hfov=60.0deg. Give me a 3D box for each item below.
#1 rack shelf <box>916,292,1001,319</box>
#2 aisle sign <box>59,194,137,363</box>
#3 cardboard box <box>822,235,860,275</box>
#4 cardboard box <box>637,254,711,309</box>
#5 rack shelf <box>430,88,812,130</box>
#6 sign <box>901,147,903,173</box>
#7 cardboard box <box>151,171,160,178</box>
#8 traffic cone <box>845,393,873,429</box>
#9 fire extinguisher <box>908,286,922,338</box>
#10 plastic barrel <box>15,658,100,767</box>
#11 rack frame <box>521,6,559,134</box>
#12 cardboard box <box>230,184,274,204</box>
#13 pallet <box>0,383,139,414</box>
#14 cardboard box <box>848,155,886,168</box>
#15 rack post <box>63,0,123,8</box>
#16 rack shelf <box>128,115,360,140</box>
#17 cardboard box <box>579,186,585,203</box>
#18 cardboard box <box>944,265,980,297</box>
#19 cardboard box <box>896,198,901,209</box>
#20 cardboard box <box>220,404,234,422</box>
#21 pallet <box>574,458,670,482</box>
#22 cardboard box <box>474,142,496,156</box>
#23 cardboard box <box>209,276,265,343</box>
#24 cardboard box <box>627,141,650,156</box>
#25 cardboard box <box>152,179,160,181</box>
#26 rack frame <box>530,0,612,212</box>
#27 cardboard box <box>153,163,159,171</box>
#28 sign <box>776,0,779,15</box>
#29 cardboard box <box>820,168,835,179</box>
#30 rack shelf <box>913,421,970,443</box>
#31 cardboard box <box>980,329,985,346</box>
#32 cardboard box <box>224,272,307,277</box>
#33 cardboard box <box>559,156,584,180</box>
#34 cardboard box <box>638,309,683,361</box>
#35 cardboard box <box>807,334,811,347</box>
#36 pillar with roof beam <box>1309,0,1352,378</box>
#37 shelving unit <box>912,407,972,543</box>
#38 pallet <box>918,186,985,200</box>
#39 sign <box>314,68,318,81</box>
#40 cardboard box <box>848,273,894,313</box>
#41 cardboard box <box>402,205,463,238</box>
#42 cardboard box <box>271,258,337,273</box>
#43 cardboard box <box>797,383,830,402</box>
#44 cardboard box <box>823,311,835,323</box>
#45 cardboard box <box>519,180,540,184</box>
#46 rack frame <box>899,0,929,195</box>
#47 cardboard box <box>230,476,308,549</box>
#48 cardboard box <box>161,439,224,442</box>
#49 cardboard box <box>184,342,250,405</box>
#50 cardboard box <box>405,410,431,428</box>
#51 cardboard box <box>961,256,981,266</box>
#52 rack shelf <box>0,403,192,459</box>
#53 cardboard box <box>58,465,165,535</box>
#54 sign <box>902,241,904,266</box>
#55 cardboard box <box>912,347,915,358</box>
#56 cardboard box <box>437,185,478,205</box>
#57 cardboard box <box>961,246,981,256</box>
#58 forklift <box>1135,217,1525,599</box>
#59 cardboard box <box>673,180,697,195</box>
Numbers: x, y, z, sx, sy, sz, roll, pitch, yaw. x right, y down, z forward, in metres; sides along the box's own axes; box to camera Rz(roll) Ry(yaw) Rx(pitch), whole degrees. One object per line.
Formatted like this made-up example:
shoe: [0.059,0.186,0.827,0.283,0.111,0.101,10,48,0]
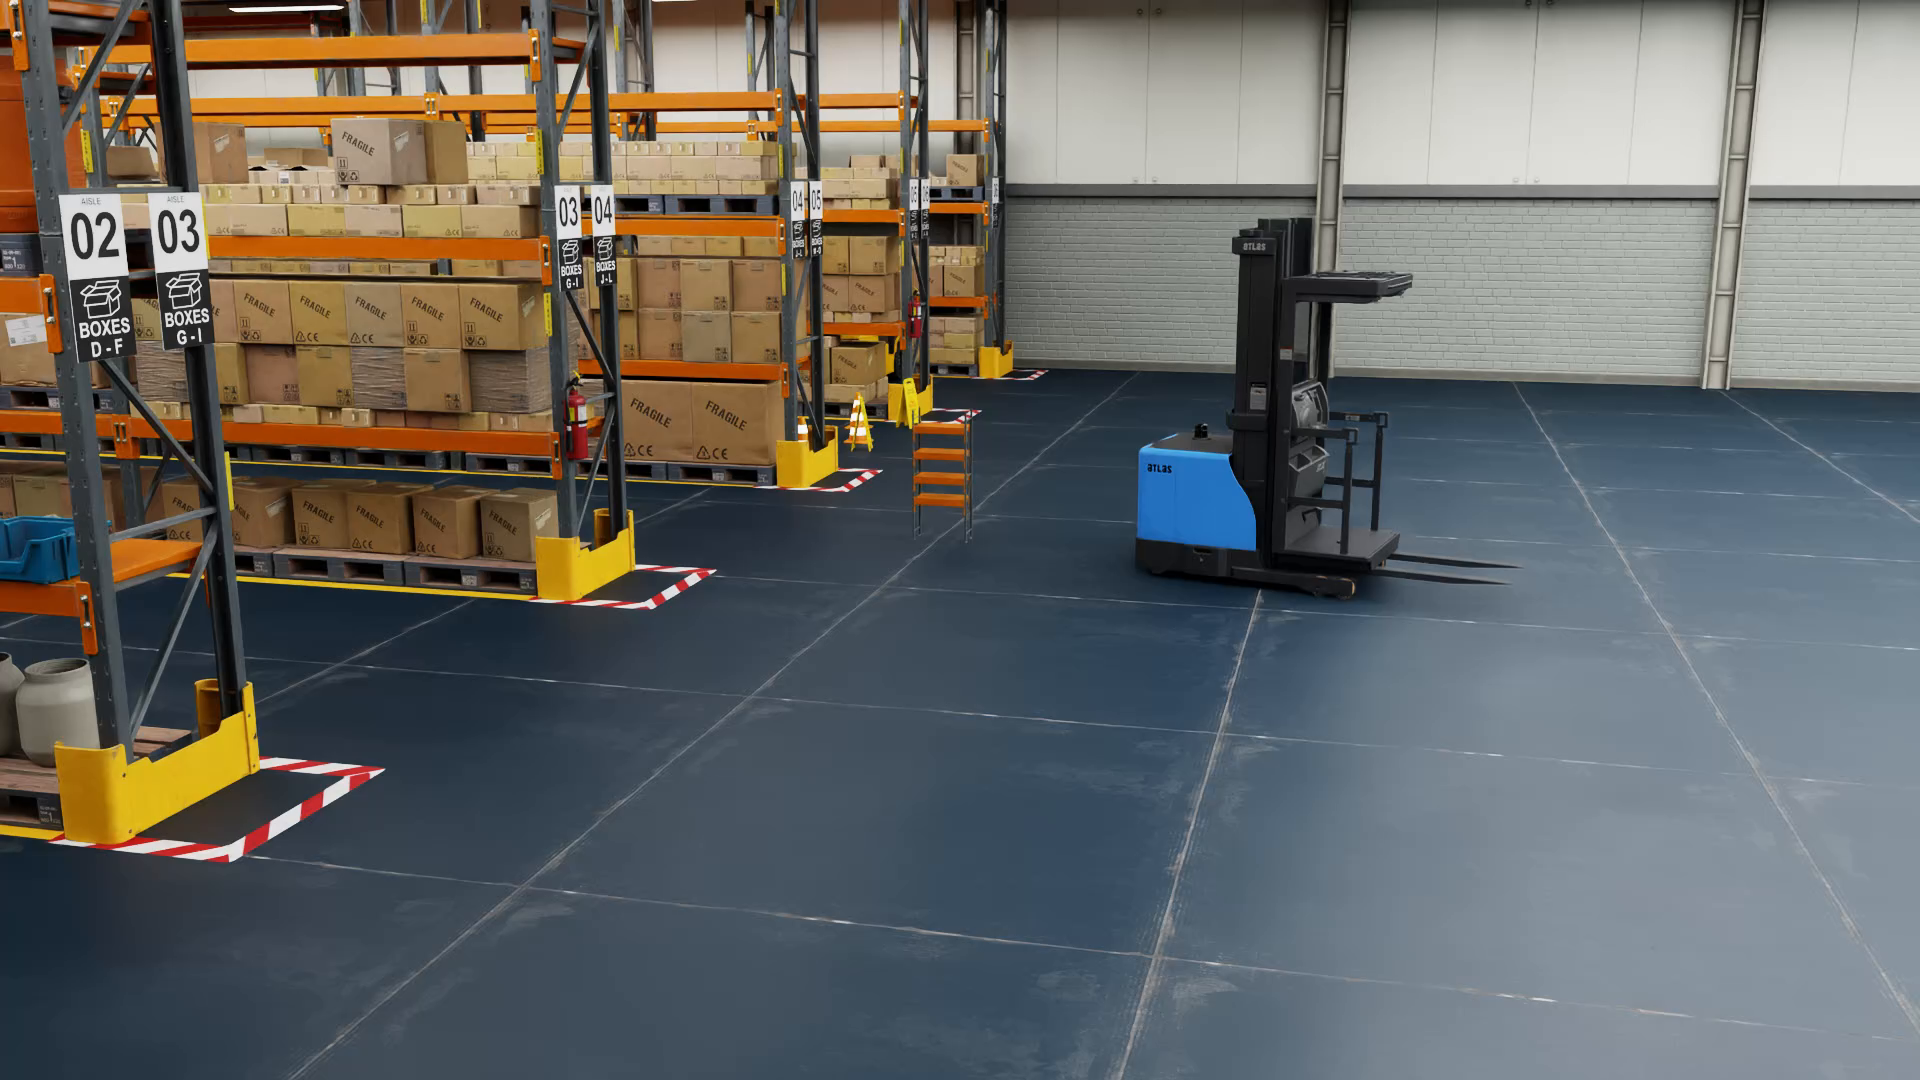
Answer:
rack shelf: [-1.362,-3.990,27.970,4.000,0.370,1.077,3,13,14]
aisle sign: [-4.168,-1.271,8.051,0.004,0.787,0.394,3,13,14]
cardboard box: [-1.643,-3.884,22.605,0.500,0.500,0.700,3,13,14]
cardboard box: [-3.112,-2.842,18.294,0.550,0.550,0.875,3,13,14]
rack shelf: [-3.635,-4.633,17.942,4.000,0.370,1.077,3,13,14]
sign: [-0.758,-4.974,21.776,0.005,0.325,0.100,3,13,14]
cardboard box: [-9.951,-4.161,19.924,0.500,0.500,0.500,3,13,14]
traffic cone: [-1.332,-1.706,21.871,0.334,0.463,0.336,3,13,14]
fire extinguisher: [-0.605,-3.053,22.263,0.183,0.674,0.296,3,13,14]
plastic barrel: [-4.824,0.924,8.936,0.421,0.512,0.421,0,13,0]
rack frame: [-7.187,-7.581,28.645,0.127,3.000,1.000,3,13,14]
cardboard box: [-5.602,-2.767,13.298,0.250,0.149,0.380,3,13,12]
pallet: [-7.571,-1.294,14.598,1.213,0.211,1.003,3,13,14]
cardboard box: [-1.437,-6.090,27.411,0.637,0.503,0.797,3,13,15]
rack post: [-4.870,-2.819,8.333,0.954,0.300,0.937,5,13,20]
rack shelf: [-10.314,-6.095,24.529,4.000,0.370,1.077,3,13,14]
cardboard box: [-3.192,-2.758,13.257,0.250,0.149,0.380,3,13,13]
cardboard box: [0.039,-4.257,27.279,0.500,0.500,0.500,3,13,12]
cardboard box: [-0.850,-4.621,22.806,0.250,0.149,0.380,3,13,14]
cardboard box: [-5.993,-1.086,13.800,0.250,0.149,0.380,3,13,14]
pallet: [-3.669,-0.875,18.705,1.213,0.211,1.003,3,13,14]
cardboard box: [-5.057,-4.236,18.032,0.250,0.149,0.380,3,13,13]
cardboard box: [-6.002,-1.897,13.648,0.500,0.500,0.500,3,13,14]
cardboard box: [-3.336,-4.144,17.617,0.250,0.149,0.380,3,13,13]
cardboard box: [-9.175,-4.107,19.290,0.250,0.149,0.380,3,13,11]
rack frame: [-2.980,-4.038,12.676,0.127,3.000,1.000,3,13,14]
cardboard box: [-14.583,-6.772,30.429,0.500,0.250,0.500,3,13,13]
sign: [-1.837,-5.457,16.732,0.005,0.325,0.100,3,13,14]
cardboard box: [-1.732,-4.935,22.381,0.250,0.149,0.380,3,13,14]
rack shelf: [-0.161,-0.978,15.074,0.480,0.148,0.258,3,13,14]
cardboard box: [0.173,-3.412,27.929,0.500,0.250,0.500,3,13,15]
cardboard box: [-5.875,-2.008,14.149,0.500,0.500,0.500,3,13,14]
cardboard box: [-4.189,-4.009,17.927,0.500,0.250,0.500,3,13,13]
cardboard box: [-3.117,-2.310,18.388,0.550,0.550,0.875,3,13,14]
cardboard box: [-2.062,-2.744,22.843,0.250,0.149,0.380,3,13,14]
pillar with roof beam: [4.914,-6.175,22.307,0.400,9.000,9.100,3,13,14]
shelving unit: [-0.161,-0.594,15.159,0.503,1.200,0.258,3,13,14]
pallet: [-0.100,-5.701,27.298,1.213,0.211,1.003,3,13,14]
sign: [-11.218,-8.170,28.961,0.005,0.325,0.100,3,13,14]
cardboard box: [-1.199,-3.358,22.541,0.500,0.500,0.500,3,13,13]
cardboard box: [-3.994,-2.498,13.003,0.500,0.250,0.500,3,13,14]
cardboard box: [-7.541,-2.995,19.286,0.500,0.500,0.700,3,13,13]
cardboard box: [-1.956,-2.070,23.033,0.500,0.250,0.500,3,13,14]
cardboard box: [-1.793,-3.060,22.696,0.250,0.149,0.380,3,13,15]
cardboard box: [-4.568,-3.821,18.000,0.250,0.149,0.380,3,13,13]
rack frame: [-0.606,-6.122,22.068,0.127,3.000,1.000,3,13,14]
cardboard box: [-5.927,-0.244,14.228,0.500,0.500,0.500,8,15,31]
cardboard box: [-8.891,-1.619,19.845,0.750,0.750,1.050,3,13,13]
cardboard box: [-5.964,-1.441,13.904,0.500,0.500,0.875,3,13,14]
cardboard box: [-4.276,-1.011,13.463,0.250,0.149,0.380,3,13,14]
cardboard box: [0.176,-4.562,27.158,0.250,0.149,0.380,3,13,14]
rack shelf: [-8.805,-1.070,14.807,4.000,0.370,1.077,3,13,14]
cardboard box: [-7.454,-0.348,14.648,0.500,0.500,0.700,2,13,9]
sign: [-0.758,-3.797,22.037,0.005,0.325,0.100,3,13,14]
cardboard box: [-0.916,-3.114,27.738,0.500,0.250,0.500,3,13,14]
cardboard box: [-3.841,-2.673,12.875,0.250,0.149,0.380,2,13,11]
cardboard box: [0.182,-4.722,27.195,0.250,0.149,0.380,3,13,14]
forklift: [3.018,-1.093,13.409,3.031,2.935,1.130,6,14,27]
cardboard box: [-2.837,-3.728,17.584,0.250,0.149,0.380,3,13,14]
